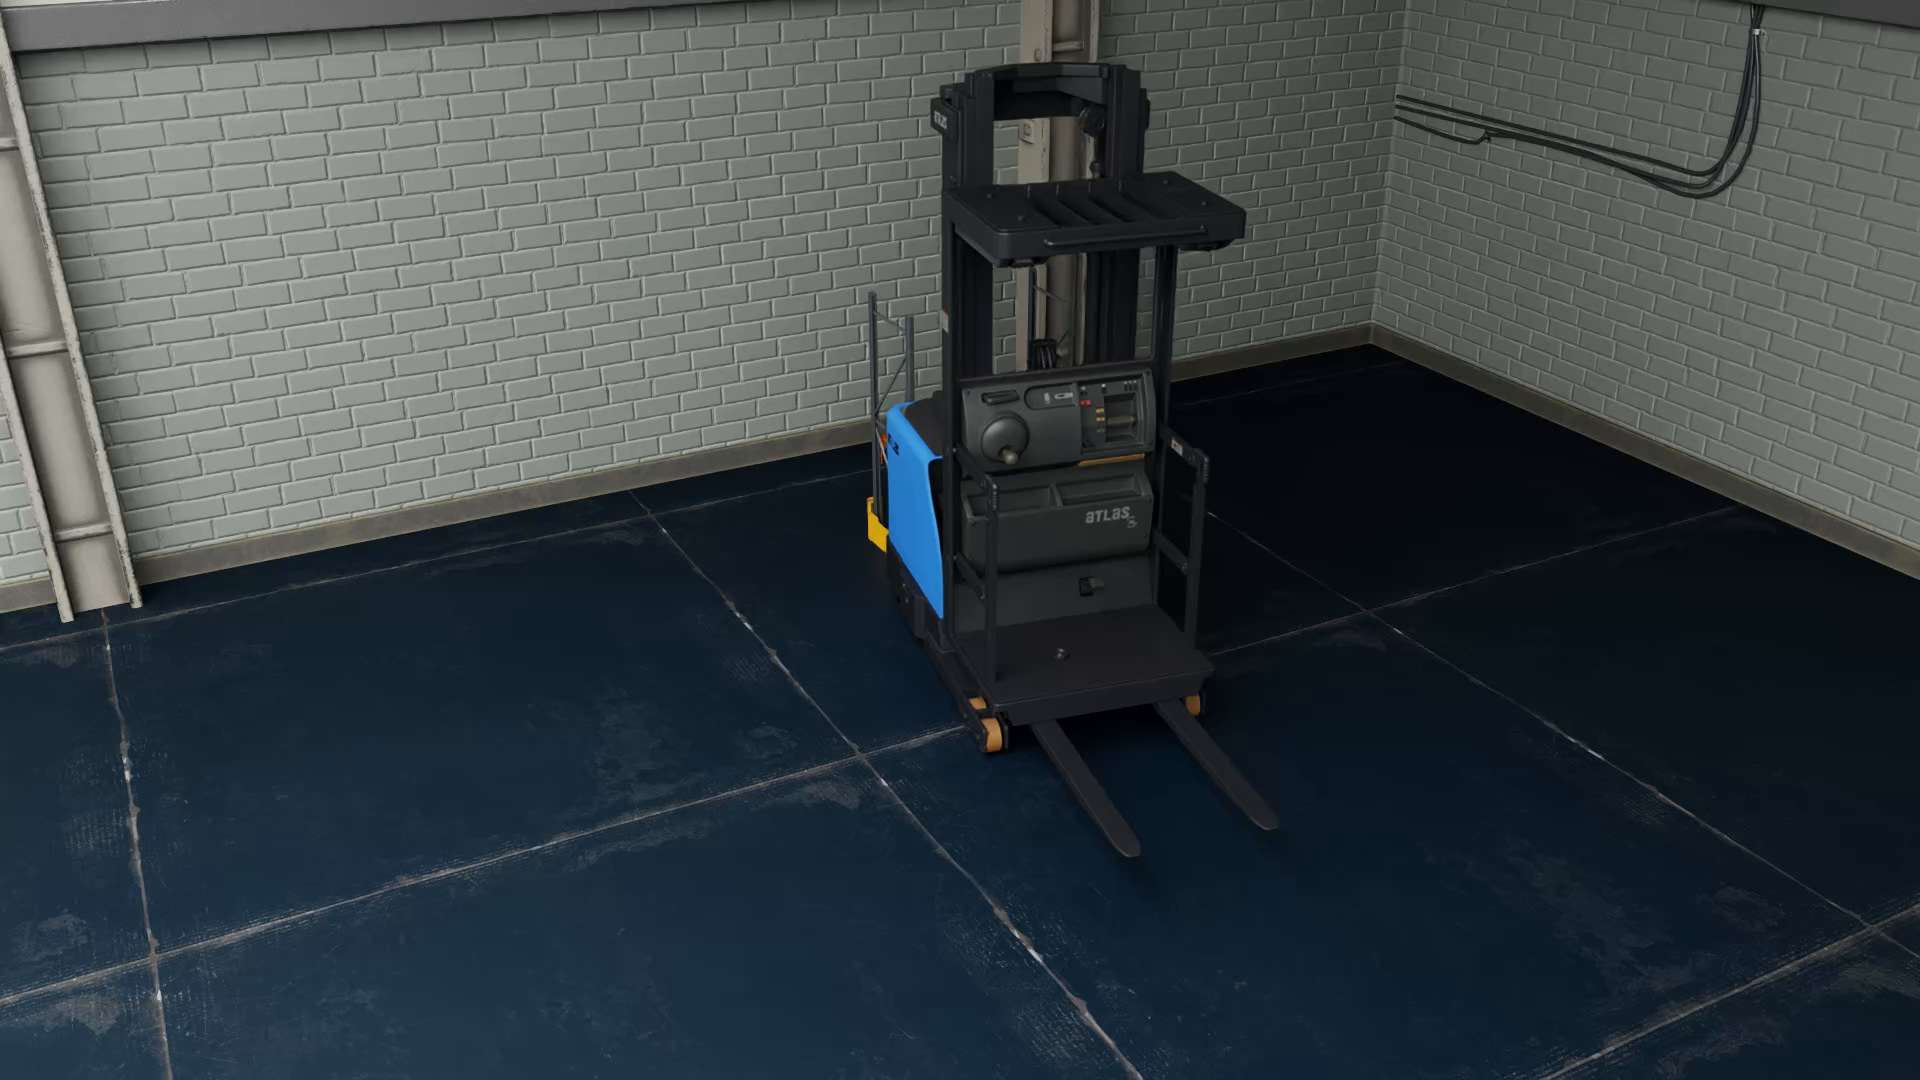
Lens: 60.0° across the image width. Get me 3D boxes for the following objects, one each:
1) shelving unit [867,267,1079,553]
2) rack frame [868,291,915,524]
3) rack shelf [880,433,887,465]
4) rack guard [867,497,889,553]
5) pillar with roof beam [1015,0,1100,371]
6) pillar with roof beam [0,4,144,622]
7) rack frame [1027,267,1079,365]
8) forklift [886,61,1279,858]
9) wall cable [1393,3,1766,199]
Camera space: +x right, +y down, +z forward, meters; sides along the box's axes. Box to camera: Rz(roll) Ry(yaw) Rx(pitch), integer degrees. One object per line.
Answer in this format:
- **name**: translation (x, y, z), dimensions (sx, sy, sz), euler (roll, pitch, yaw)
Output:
- **shelving unit**: translation (0.067, -0.692, 9.458), dimensions (1.083, 1.500, 0.587), euler (-13, 29, -25)
- **rack frame**: translation (-0.373, -0.590, 9.246), dimensions (0.032, 1.500, 0.500), euler (-13, 29, -25)
- **rack shelf**: translation (0.075, -0.531, 9.539), dimensions (1.000, 0.185, 0.538), euler (-13, 29, -25)
- **rack guard**: translation (-0.372, -0.027, 9.517), dimensions (0.087, 0.250, 0.587), euler (-13, 29, -25)
- **pillar with roof beam**: translation (2.652, -3.295, 6.215), dimensions (0.400, 9.000, 9.100), euler (-13, 29, -25)
- **pillar with roof beam**: translation (-2.642, -2.072, 3.670), dimensions (0.400, 9.000, 9.100), euler (-13, 29, -25)
- **rack frame**: translation (0.524, -0.797, 9.677), dimensions (0.032, 1.500, 0.500), euler (-13, 29, -25)
- **forklift**: translation (0.528, -0.529, 7.465), dimensions (1.130, 2.935, 3.031), euler (-8, 27, -16)
- **wall cable**: translation (3.848, -3.634, 10.509), dimensions (0.112, 2.526, 3.097), euler (-13, 29, -25)
